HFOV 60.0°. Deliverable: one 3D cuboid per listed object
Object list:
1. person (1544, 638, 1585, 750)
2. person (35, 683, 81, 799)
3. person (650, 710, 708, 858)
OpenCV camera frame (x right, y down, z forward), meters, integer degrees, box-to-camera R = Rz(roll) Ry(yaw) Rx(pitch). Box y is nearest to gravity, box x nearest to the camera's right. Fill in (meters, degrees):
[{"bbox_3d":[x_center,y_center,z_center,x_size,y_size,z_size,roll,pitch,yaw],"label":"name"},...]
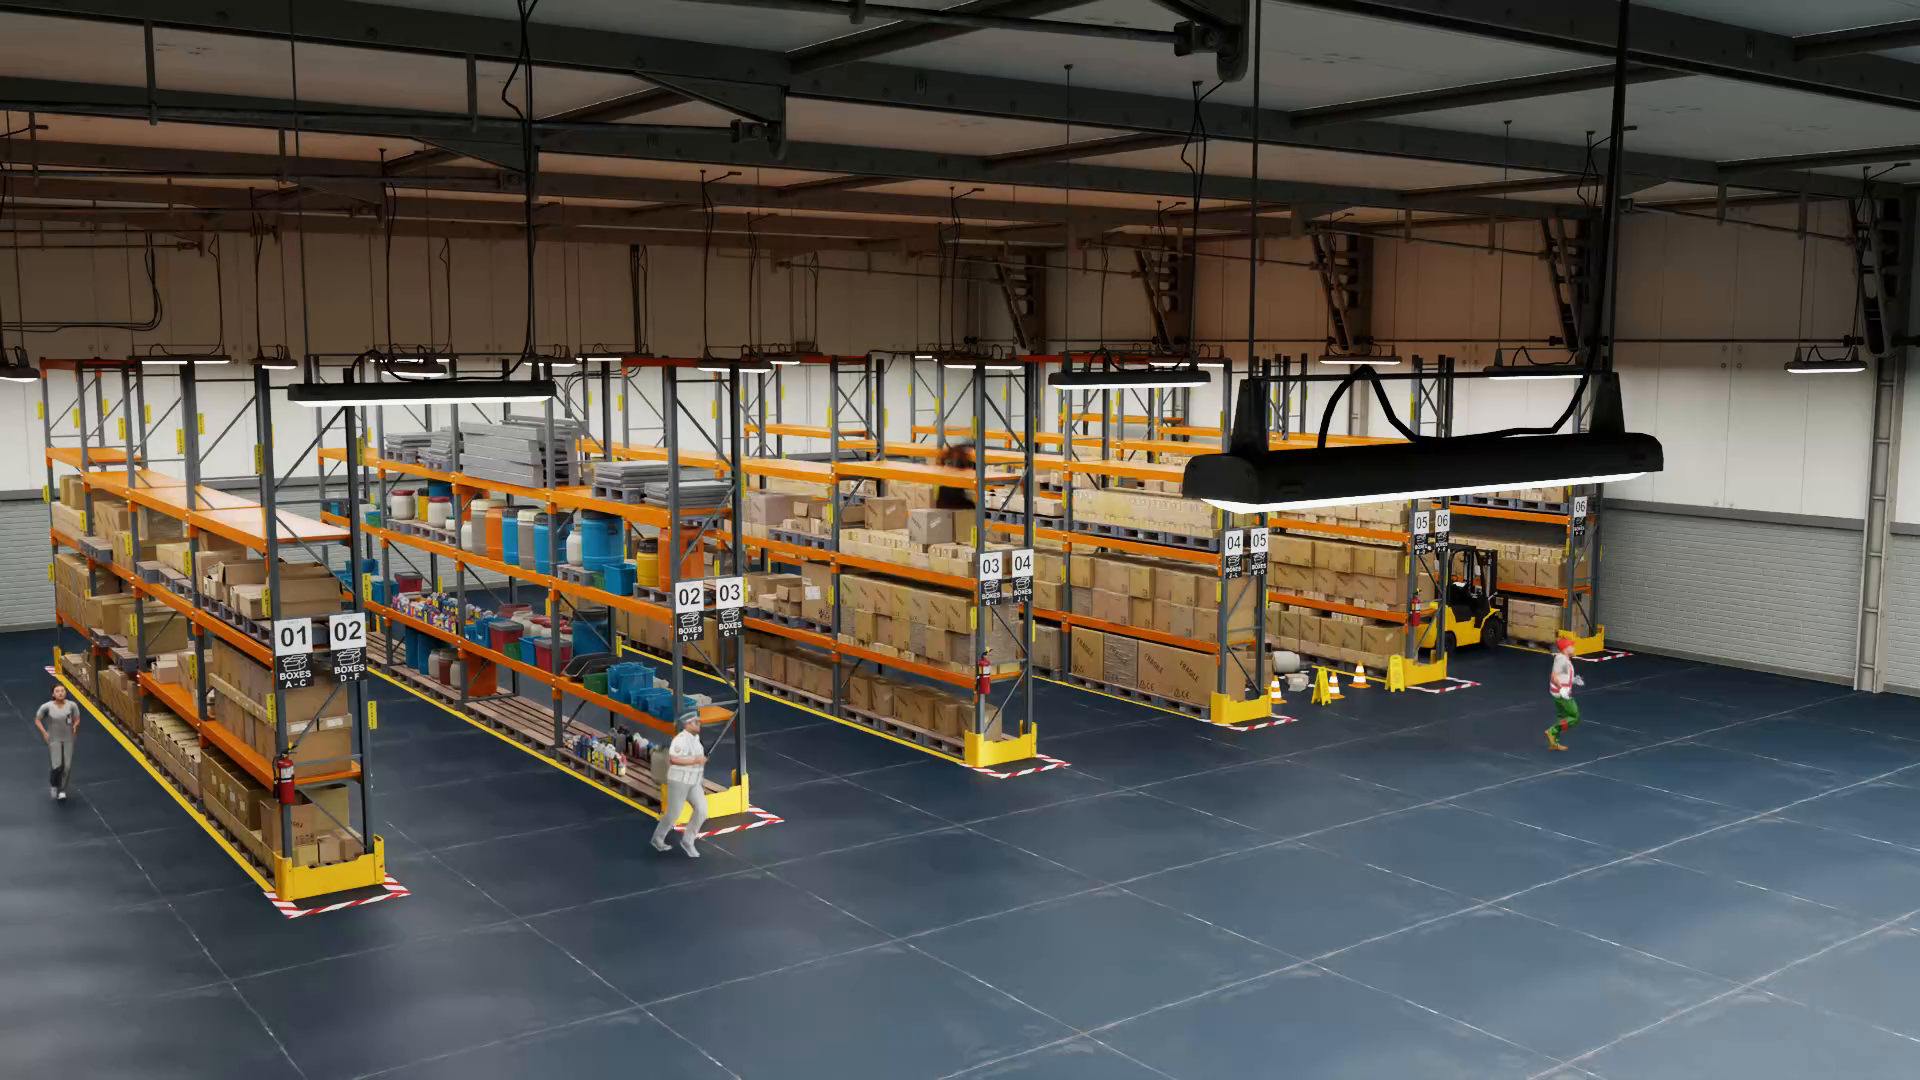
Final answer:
[{"bbox_3d":[9.355,2.381,25.716,0.607,1.749,0.637,1,7,11],"label":"person"},{"bbox_3d":[-12.361,2.772,22.863,0.538,1.628,0.576,-6,9,-40],"label":"person"},{"bbox_3d":[-3.391,3.011,20.626,0.739,1.810,0.674,4,8,28],"label":"person"}]
